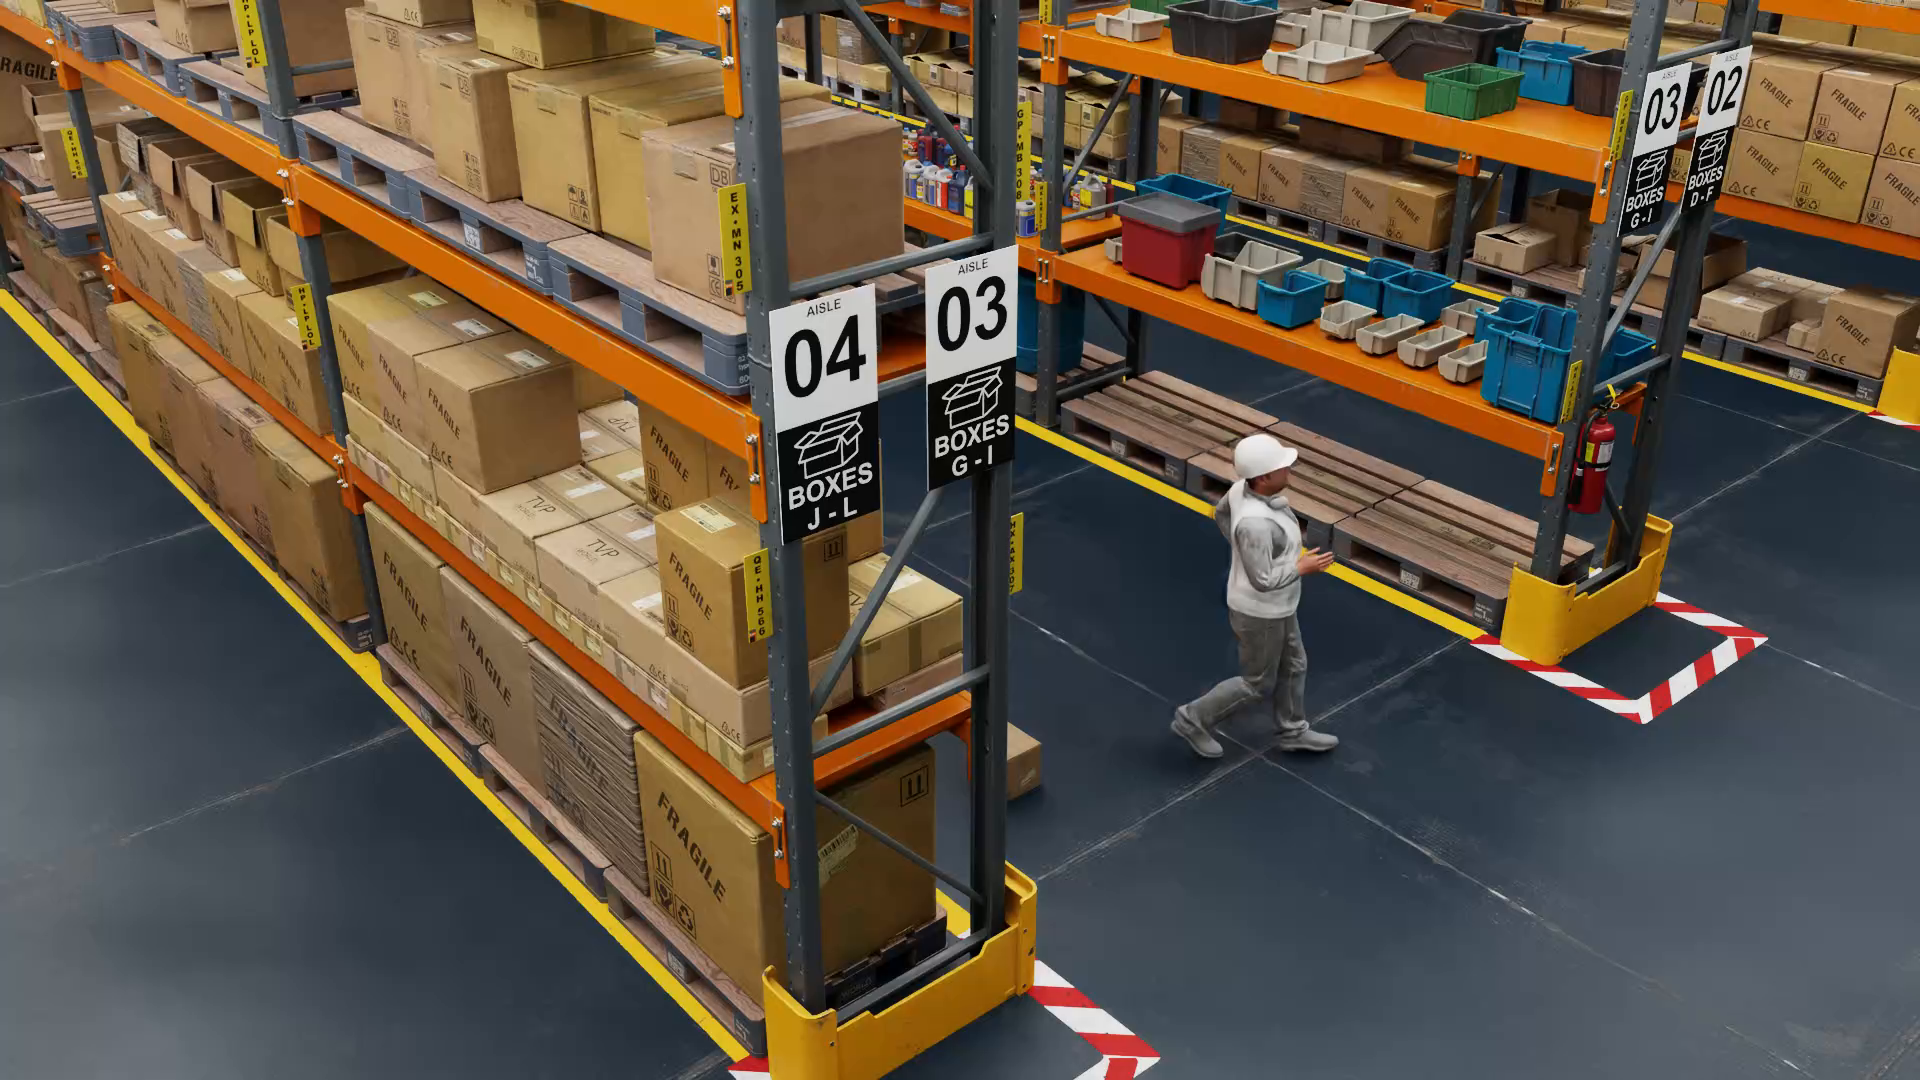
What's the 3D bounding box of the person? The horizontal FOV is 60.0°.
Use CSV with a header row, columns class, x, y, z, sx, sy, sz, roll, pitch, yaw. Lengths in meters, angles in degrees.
class,x,y,z,sx,sy,sz,roll,pitch,yaw
person,1.489,0.293,8.027,0.845,1.751,0.666,5,28,9
